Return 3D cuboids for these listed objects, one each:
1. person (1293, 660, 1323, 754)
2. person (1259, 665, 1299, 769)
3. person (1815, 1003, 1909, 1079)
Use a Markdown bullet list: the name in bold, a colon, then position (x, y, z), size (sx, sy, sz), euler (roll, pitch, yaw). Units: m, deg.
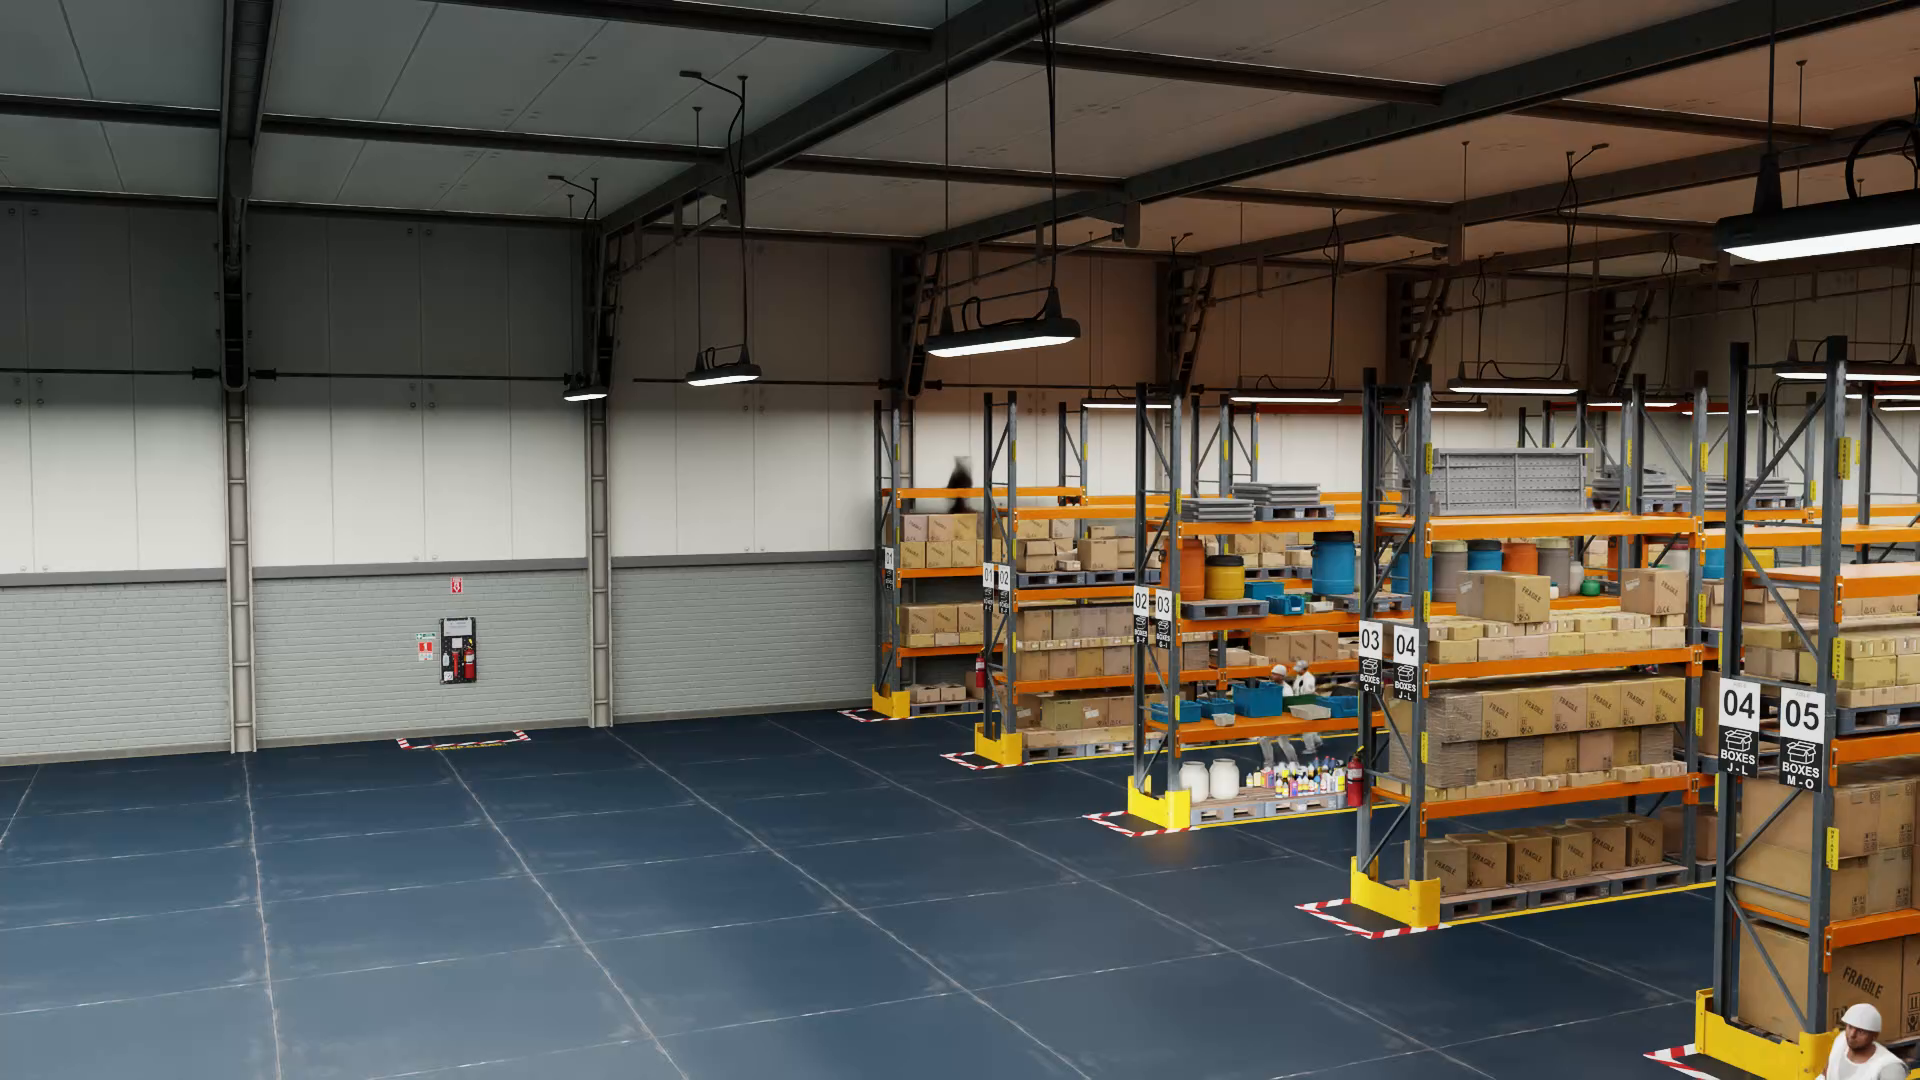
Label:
- **person**: position (5.794, 2.761, 27.675), size (0.676, 1.587, 0.759), euler (-1, 3, -10)
- **person**: position (4.980, 2.803, 25.609), size (0.714, 1.792, 0.719), euler (-1, 4, -19)
- **person**: position (5.582, 3.718, 10.507), size (0.709, 1.686, 0.874), euler (-2, 4, -28)
